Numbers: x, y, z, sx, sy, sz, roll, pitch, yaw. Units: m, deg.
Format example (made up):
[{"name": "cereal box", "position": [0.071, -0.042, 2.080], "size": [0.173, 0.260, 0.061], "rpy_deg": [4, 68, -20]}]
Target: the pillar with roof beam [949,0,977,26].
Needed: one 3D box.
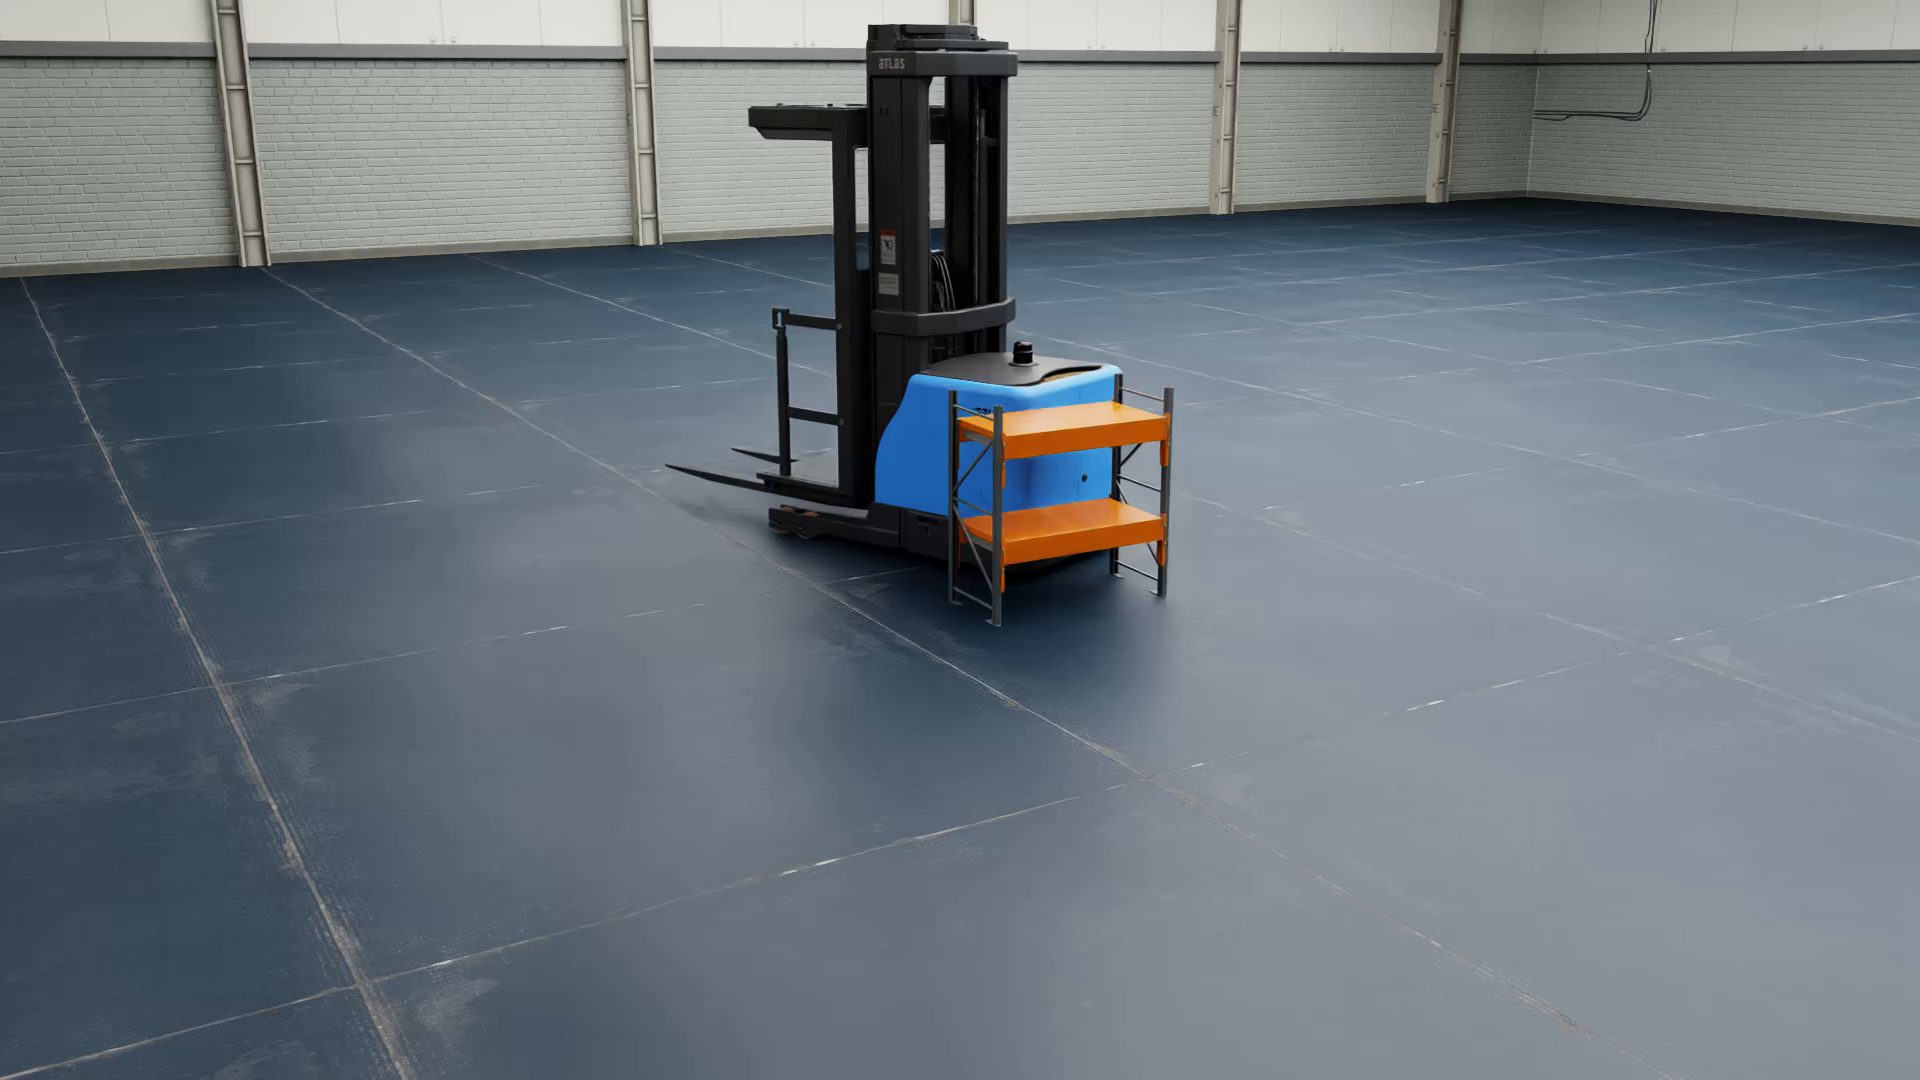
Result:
[{"name": "pillar with roof beam", "position": [2.267, -8.997, 25.334], "size": [0.400, 9.000, 9.100], "rpy_deg": [-9, 18, -30]}]

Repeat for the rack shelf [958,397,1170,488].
[{"name": "rack shelf", "position": [0.519, -0.513, 8.569], "size": [1.000, 0.278, 0.538], "rpy_deg": [-9, 18, -28]}]

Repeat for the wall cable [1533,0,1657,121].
[{"name": "wall cable", "position": [13.542, -10.270, 35.627], "size": [0.112, 2.526, 3.097], "rpy_deg": [-9, 18, -30]}]

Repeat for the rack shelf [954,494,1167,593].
[{"name": "rack shelf", "position": [0.519, 0.005, 8.714], "size": [1.000, 0.278, 0.538], "rpy_deg": [-9, 18, -28]}]

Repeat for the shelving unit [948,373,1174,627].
[{"name": "shelving unit", "position": [0.519, -0.231, 8.648], "size": [1.048, 1.125, 0.538], "rpy_deg": [-9, 18, -28]}]

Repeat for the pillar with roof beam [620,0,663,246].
[{"name": "pillar with roof beam", "position": [-2.877, -8.163, 22.359], "size": [0.400, 9.000, 9.100], "rpy_deg": [-9, 18, -30]}]

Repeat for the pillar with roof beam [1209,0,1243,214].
[{"name": "pillar with roof beam", "position": [7.410, -9.831, 28.310], "size": [0.400, 9.000, 9.100], "rpy_deg": [-9, 18, -30]}]

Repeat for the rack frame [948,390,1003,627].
[{"name": "rack frame", "position": [0.075, -0.164, 8.410], "size": [0.032, 1.125, 0.500], "rpy_deg": [-9, 18, -28]}]

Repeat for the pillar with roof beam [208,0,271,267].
[{"name": "pillar with roof beam", "position": [-8.020, -7.329, 19.384], "size": [0.400, 9.000, 9.100], "rpy_deg": [-9, 18, -30]}]

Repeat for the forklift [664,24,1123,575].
[{"name": "forklift", "position": [-0.533, -1.515, 9.883], "size": [3.031, 2.935, 1.130], "rpy_deg": [12, 19, 36]}]

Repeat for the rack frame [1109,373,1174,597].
[{"name": "rack frame", "position": [0.963, -0.297, 8.886], "size": [0.032, 1.125, 0.500], "rpy_deg": [-9, 18, -28]}]

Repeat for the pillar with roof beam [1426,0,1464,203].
[{"name": "pillar with roof beam", "position": [12.553, -10.665, 31.285], "size": [0.400, 9.000, 9.100], "rpy_deg": [-9, 18, -30]}]
